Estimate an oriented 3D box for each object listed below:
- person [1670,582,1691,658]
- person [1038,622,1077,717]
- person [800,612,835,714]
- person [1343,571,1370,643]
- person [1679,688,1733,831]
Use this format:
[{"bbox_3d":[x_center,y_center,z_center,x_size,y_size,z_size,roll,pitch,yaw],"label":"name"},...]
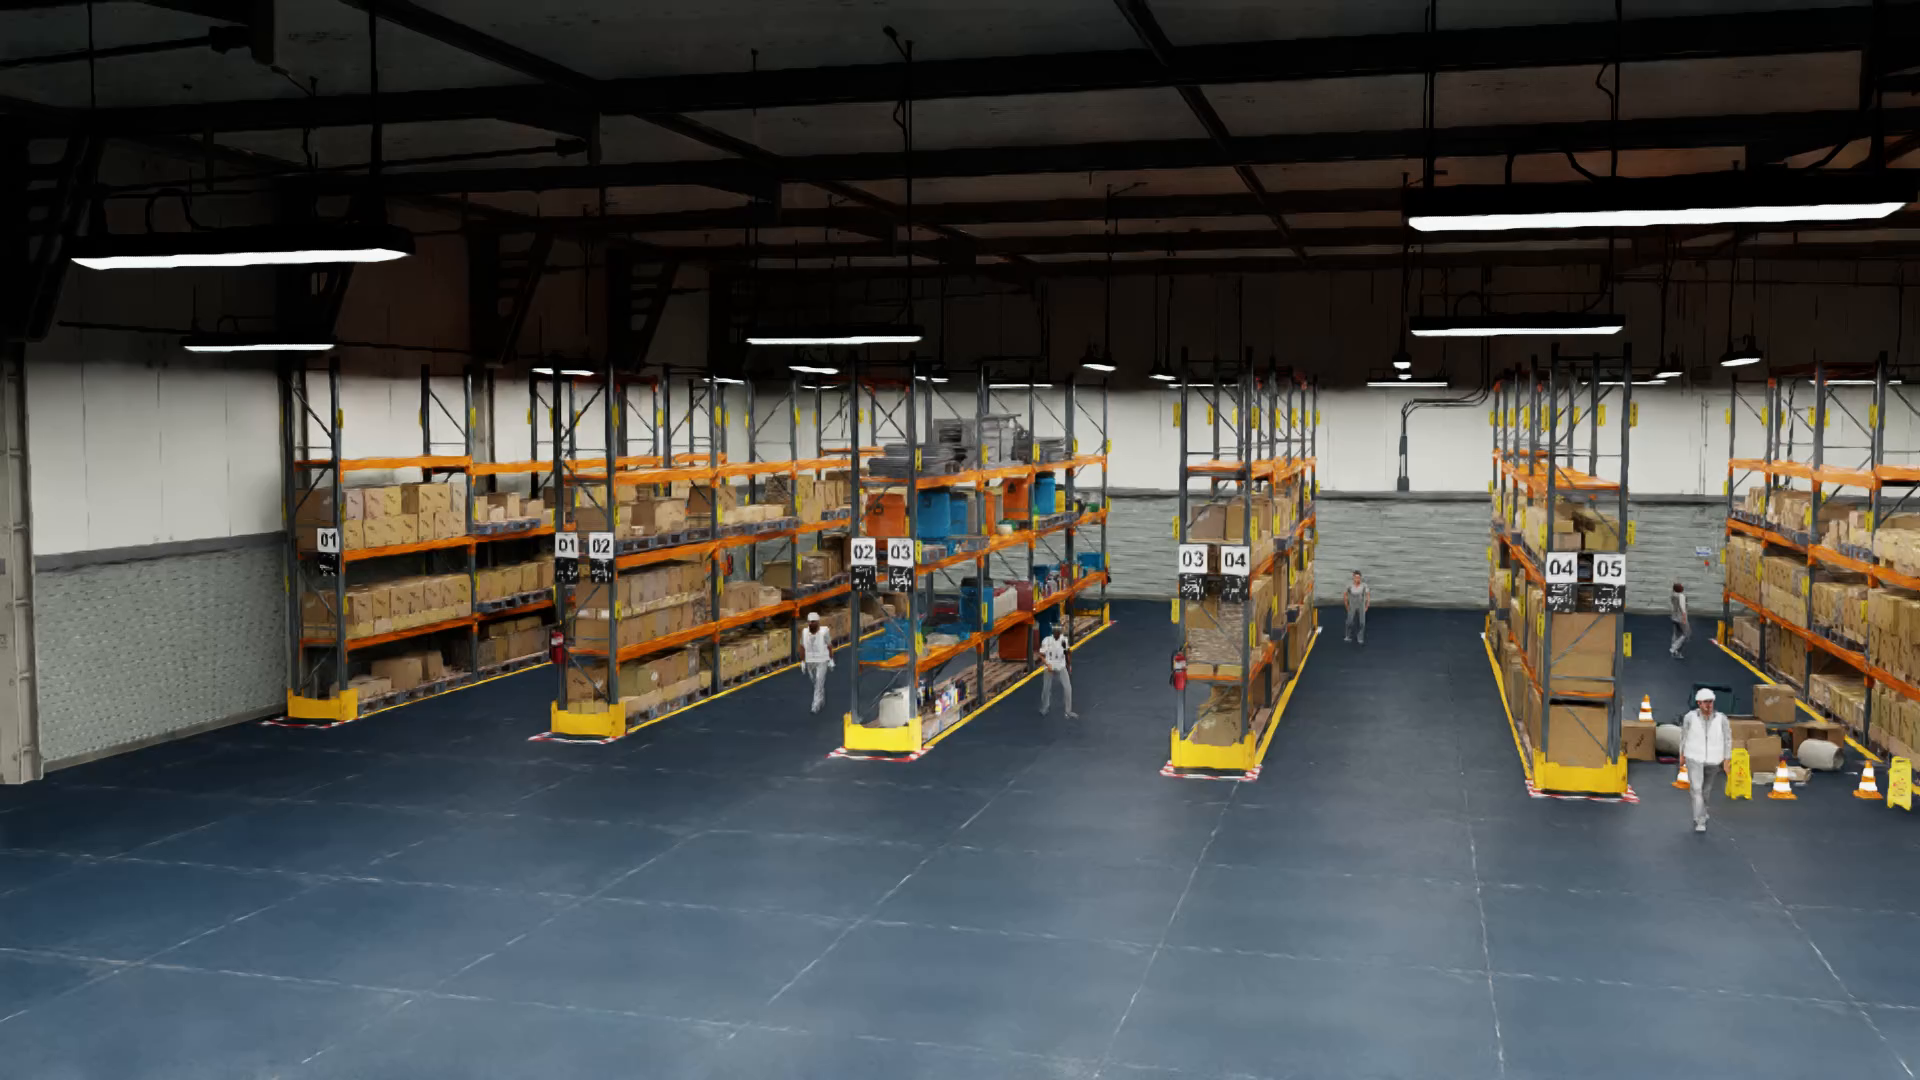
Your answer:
[{"bbox_3d":[14.948,1.665,34.609,0.407,1.594,0.458,-1,4,-14],"label":"person"},{"bbox_3d":[1.625,2.153,27.872,0.626,1.599,0.809,0,4,-2],"label":"person"},{"bbox_3d":[-2.469,2.060,28.298,0.566,1.706,1.122,1,4,18],"label":"person"},{"bbox_3d":[8.826,1.484,37.012,0.580,1.619,0.507,1,4,13],"label":"person"},{"bbox_3d":[9.108,2.653,20.292,0.555,1.725,1.029,1,4,14],"label":"person"}]
